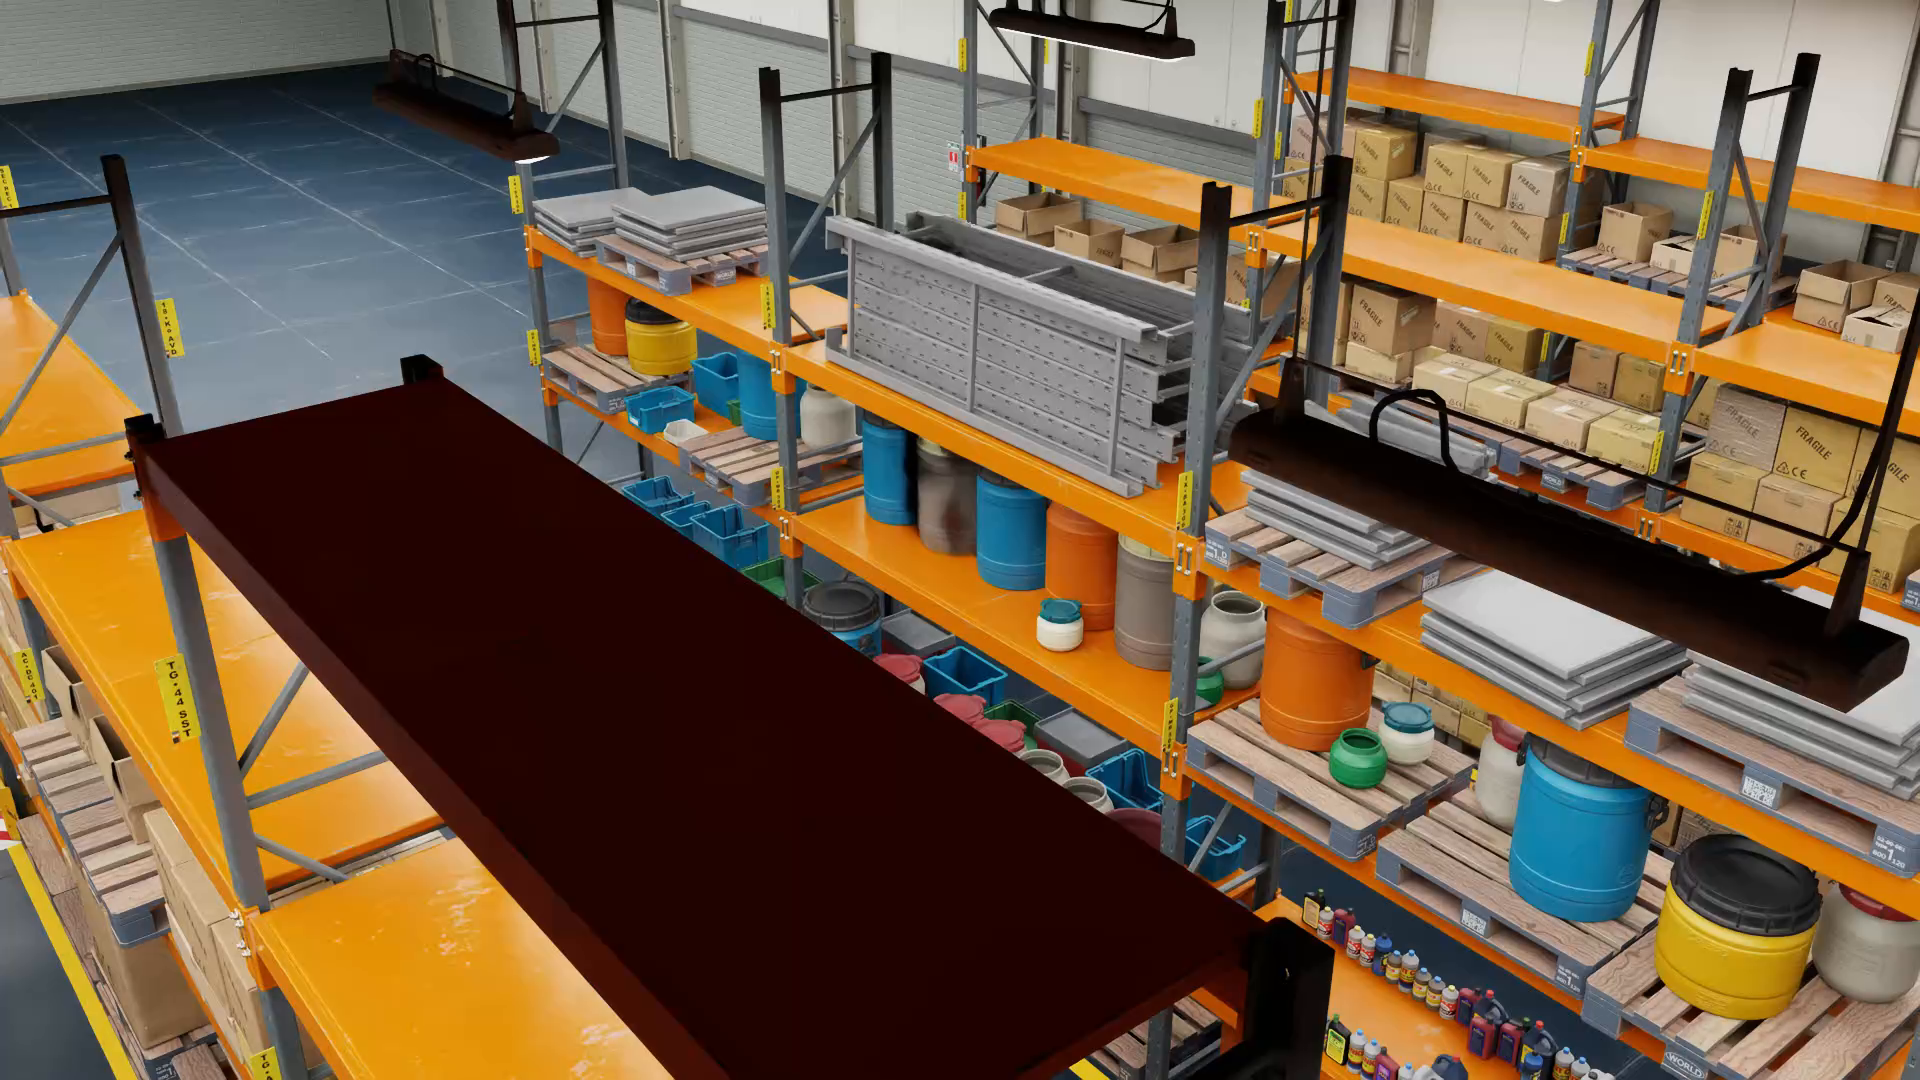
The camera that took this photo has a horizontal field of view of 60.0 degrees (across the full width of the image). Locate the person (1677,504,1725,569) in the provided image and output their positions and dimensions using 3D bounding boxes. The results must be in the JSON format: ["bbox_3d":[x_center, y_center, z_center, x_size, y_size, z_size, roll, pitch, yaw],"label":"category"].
[{"bbox_3d":[6.911,0.400,15.512,0.700,1.694,0.702,18,31,33],"label":"person"}]
